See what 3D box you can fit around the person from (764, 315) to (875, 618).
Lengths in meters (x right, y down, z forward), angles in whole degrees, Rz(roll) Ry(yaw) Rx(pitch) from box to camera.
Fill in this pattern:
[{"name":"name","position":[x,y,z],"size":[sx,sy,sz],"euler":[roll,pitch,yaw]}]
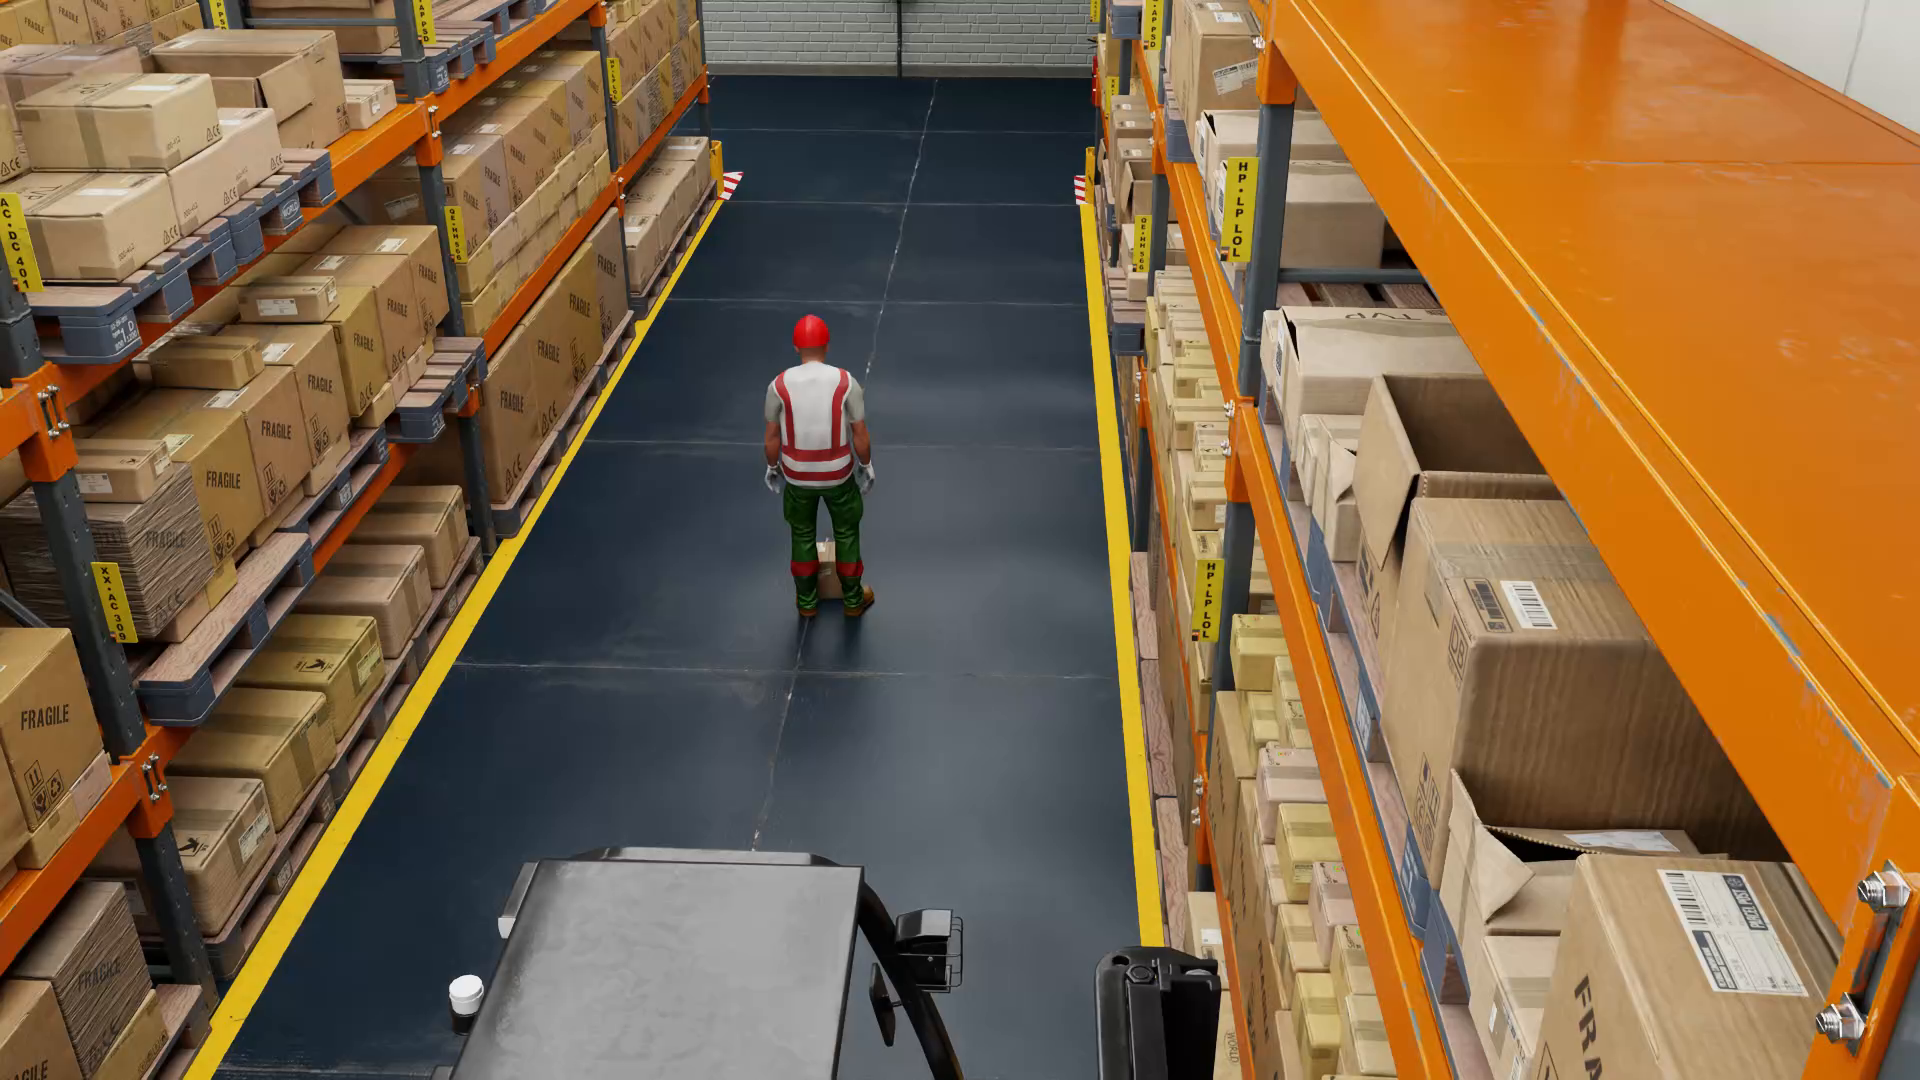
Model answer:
[{"name":"person","position":[-0.788,-0.393,9.352],"size":[0.620,1.779,0.454],"euler":[0,28,1]}]
